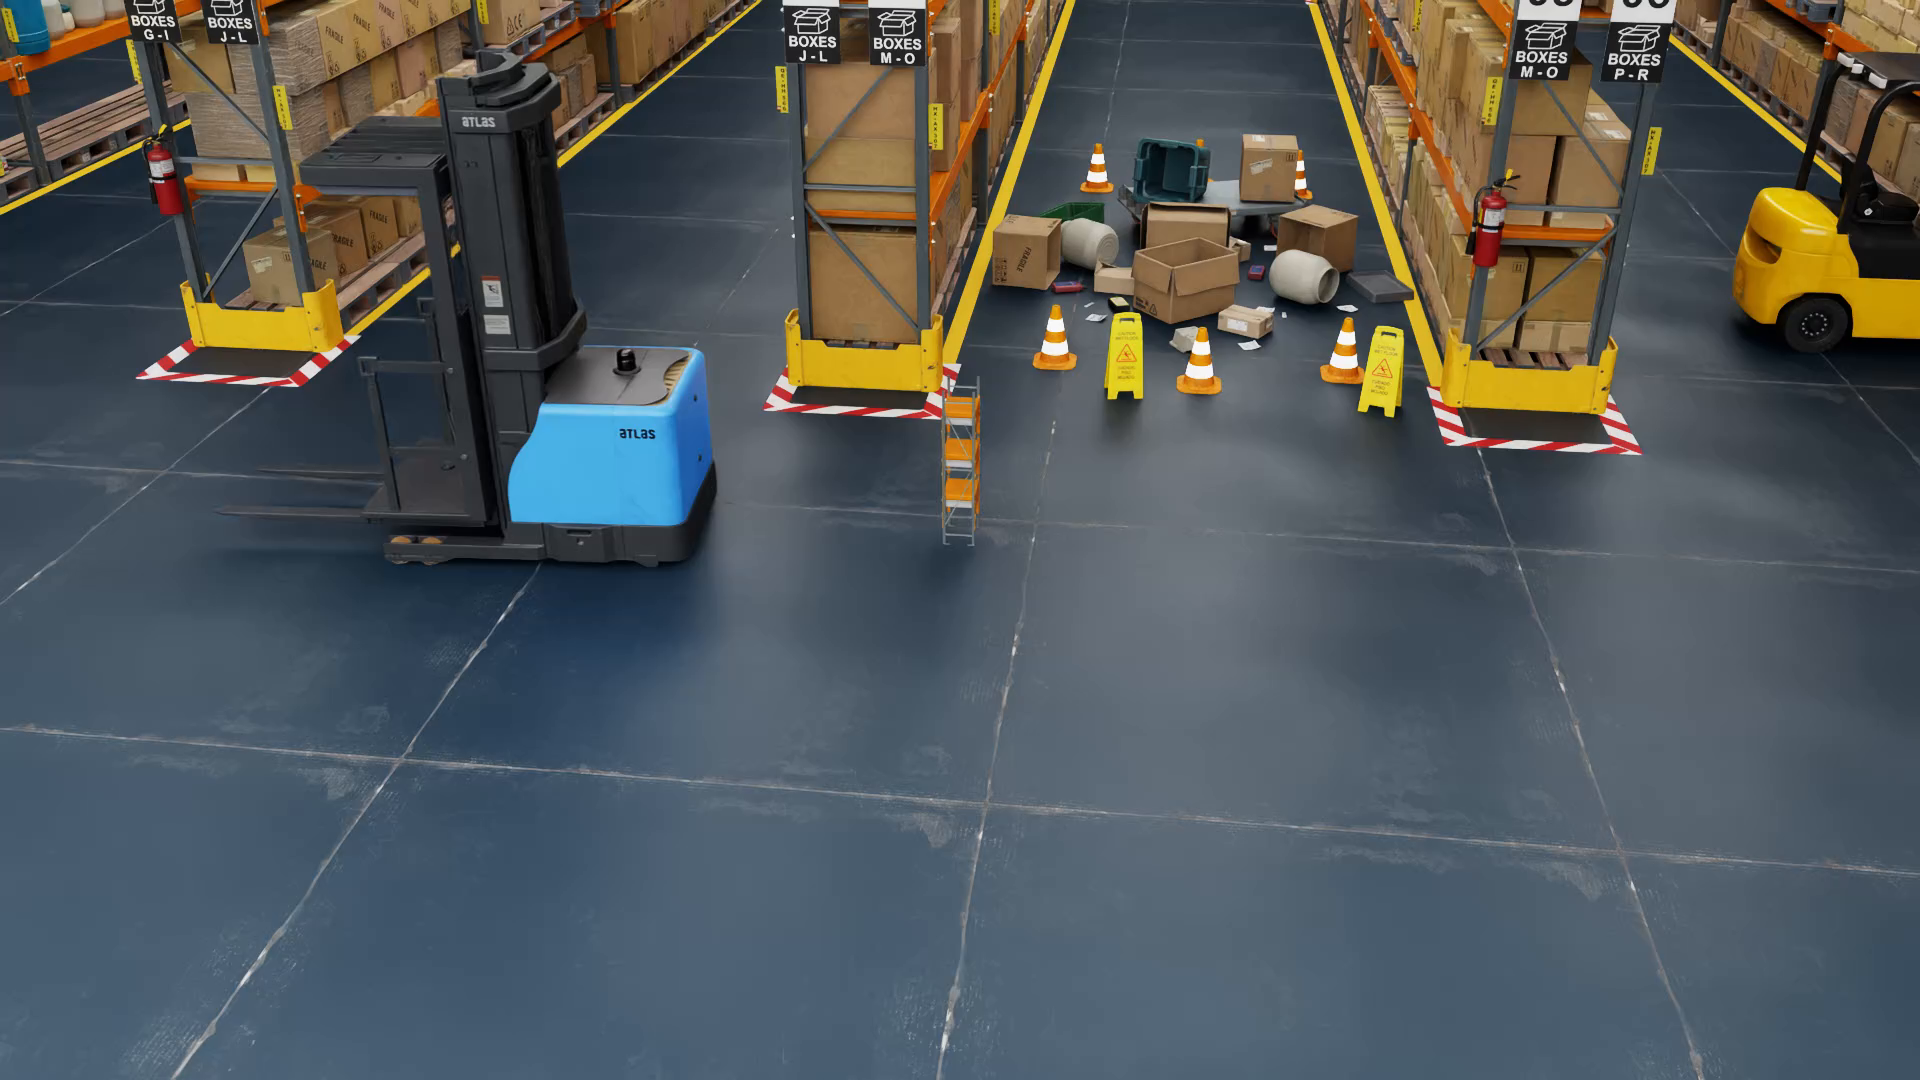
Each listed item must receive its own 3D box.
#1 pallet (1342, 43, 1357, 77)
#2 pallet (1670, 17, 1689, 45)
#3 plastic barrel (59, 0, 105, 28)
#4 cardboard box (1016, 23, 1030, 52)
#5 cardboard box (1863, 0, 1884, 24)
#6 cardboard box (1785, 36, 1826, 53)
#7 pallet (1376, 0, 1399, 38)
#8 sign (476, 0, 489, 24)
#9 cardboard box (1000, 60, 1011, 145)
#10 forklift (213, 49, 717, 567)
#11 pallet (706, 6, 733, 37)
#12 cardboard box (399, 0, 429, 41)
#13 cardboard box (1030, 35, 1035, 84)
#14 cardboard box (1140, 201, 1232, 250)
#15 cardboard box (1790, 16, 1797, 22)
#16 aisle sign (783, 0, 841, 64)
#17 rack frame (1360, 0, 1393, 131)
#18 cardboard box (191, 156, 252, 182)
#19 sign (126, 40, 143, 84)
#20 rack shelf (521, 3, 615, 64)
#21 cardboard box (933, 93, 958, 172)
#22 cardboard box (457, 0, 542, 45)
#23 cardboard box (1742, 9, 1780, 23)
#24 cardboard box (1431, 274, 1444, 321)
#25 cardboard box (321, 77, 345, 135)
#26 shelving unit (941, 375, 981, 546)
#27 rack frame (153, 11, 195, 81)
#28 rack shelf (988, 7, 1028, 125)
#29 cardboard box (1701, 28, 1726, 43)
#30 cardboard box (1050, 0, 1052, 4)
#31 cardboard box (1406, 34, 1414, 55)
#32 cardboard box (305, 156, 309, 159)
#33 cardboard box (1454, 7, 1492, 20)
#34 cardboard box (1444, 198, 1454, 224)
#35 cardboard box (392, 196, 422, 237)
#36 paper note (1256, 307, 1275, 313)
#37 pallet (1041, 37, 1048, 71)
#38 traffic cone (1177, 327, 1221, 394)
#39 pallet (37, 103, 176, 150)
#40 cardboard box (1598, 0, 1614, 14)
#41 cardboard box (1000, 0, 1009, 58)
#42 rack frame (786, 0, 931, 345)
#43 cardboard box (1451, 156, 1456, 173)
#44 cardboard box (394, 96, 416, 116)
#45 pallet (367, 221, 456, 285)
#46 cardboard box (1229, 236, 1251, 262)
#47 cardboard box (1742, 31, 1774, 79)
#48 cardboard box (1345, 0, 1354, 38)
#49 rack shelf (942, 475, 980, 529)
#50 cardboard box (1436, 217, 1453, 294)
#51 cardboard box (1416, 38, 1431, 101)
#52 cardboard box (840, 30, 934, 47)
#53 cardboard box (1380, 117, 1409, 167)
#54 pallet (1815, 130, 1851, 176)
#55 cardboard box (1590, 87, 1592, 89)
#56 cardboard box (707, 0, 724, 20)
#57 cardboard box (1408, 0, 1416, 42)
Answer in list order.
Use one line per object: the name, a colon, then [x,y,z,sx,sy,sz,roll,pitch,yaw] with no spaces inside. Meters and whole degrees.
pallet: [5.653,-6.377,22.157,1.003,0.211,1.213,3,28,6]
pallet: [10.831,-7.357,23.976,1.003,0.211,1.213,3,28,6]
plastic barrel: [-9.634,-5.913,18.212,0.433,0.535,0.433,0,28,0]
cardboard box: [0.582,-6.055,20.020,0.500,0.250,0.500,2,28,4]
cardboard box: [9.750,-5.527,17.269,0.500,0.250,0.500,4,29,8]
cardboard box: [10.104,-5.911,19.860,0.380,0.149,0.250,3,28,5]
pallet: [5.201,-5.664,18.094,1.213,0.211,1.003,3,28,6]
sign: [-4.604,-5.136,16.000,0.100,0.325,0.005,3,28,6]
cardboard box: [-0.010,-4.831,18.276,1.050,0.750,0.750,4,29,7]
forklift: [-3.141,-1.384,10.021,3.031,2.935,1.130,2,28,3]
pallet: [-3.992,-7.674,24.564,1.003,0.211,1.213,3,28,6]
cardboard box: [-5.047,-4.699,14.629,0.500,0.500,0.500,3,28,6]
cardboard box: [0.655,-5.969,20.652,0.500,0.500,0.500,4,29,7]
cardboard box: [2.011,-2.699,14.879,0.797,0.637,0.503,3,28,6]
cardboard box: [10.792,-6.627,21.189,0.380,0.149,0.250,4,29,7]
aisle sign: [-1.029,-3.693,11.493,0.394,0.787,0.004,3,28,6]
rack frame: [5.182,-6.090,18.683,1.000,3.000,0.127,3,28,6]
cardboard box: [-5.803,-2.935,13.093,0.380,0.149,0.250,3,28,6]
sign: [-6.182,-3.590,12.490,0.100,0.325,0.005,3,28,6]
rack shelf: [-4.898,-5.407,18.175,1.077,0.370,4.000,3,28,6]
cardboard box: [-0.483,-3.324,13.391,0.875,0.550,0.550,3,28,6]
cardboard box: [-4.907,-5.598,16.694,1.000,1.000,1.000,4,29,7]
cardboard box: [10.334,-6.768,21.450,0.380,0.149,0.250,3,28,5]
cardboard box: [4.105,-1.938,13.433,0.500,0.250,0.500,3,29,6]
cardboard box: [-5.596,-3.574,13.595,0.875,0.500,0.500,3,28,6]
shelving unit: [0.007,-0.487,10.340,0.215,1.050,0.252,3,28,6]
rack frame: [-9.569,-6.953,20.286,1.000,3.000,0.127,3,28,6]
rack shelf: [0.012,-5.072,17.552,1.077,0.370,4.000,3,28,6]
cardboard box: [10.376,-6.895,22.741,0.380,0.149,0.250,3,28,5]
cardboard box: [1.138,-7.922,24.333,0.380,0.149,0.250,5,29,9]
cardboard box: [4.527,-4.786,16.085,0.380,0.149,0.250,3,28,5]
cardboard box: [-5.312,-3.026,13.261,0.380,0.149,0.250,3,28,6]
cardboard box: [4.277,-3.903,13.151,0.700,0.500,0.500,3,28,6]
cardboard box: [4.054,-2.601,13.189,0.380,0.149,0.250,4,29,7]
cardboard box: [-5.293,-3.114,15.353,0.500,0.500,0.500,1,28,2]
paper note: [2.595,-1.964,14.167,0.148,0.019,0.142,14,31,24]
pallet: [0.653,-6.618,22.605,1.003,0.211,1.213,3,28,6]
traffic cone: [1.831,-1.389,12.632,0.336,0.463,0.334,3,28,6]
pallet: [-9.854,-4.791,19.212,1.003,0.211,1.213,3,28,6]
cardboard box: [4.565,-3.671,11.296,0.380,0.149,0.250,3,28,6]
cardboard box: [0.224,-5.196,16.918,0.500,0.500,0.500,3,28,6]
rack frame: [-0.723,-2.564,12.139,1.000,3.000,0.127,3,28,6]
cardboard box: [4.123,-3.008,13.228,0.380,0.149,0.250,3,28,6]
cardboard box: [-5.076,-3.849,14.788,0.380,0.149,0.250,3,28,6]
pallet: [-5.337,-2.661,15.259,1.003,0.211,1.213,3,28,6]
cardboard box: [2.462,-2.744,15.356,0.258,0.266,0.396,-17,33,-29]
cardboard box: [10.196,-6.070,20.839,0.500,0.500,0.500,3,28,5]
cardboard box: [5.856,-7.319,23.223,0.875,0.438,0.875,3,28,5]
rack shelf: [0.007,-0.233,10.477,0.215,0.259,0.240,3,28,6]
cardboard box: [4.102,-2.267,13.252,0.500,0.500,0.500,4,29,8]
cardboard box: [4.362,-4.191,14.739,0.500,0.500,0.500,3,28,6]
cardboard box: [-0.663,-3.542,12.658,0.875,0.550,0.550,3,28,6]
cardboard box: [4.922,-4.148,17.406,0.950,0.372,0.625,4,29,8]
pallet: [9.970,-4.190,18.097,1.003,0.211,1.213,3,28,6]
cardboard box: [4.711,-3.430,13.326,0.500,0.500,0.500,3,28,5]
cardboard box: [-4.003,-8.104,24.219,0.875,0.875,0.875,3,28,6]
cardboard box: [4.581,-5.031,15.856,0.500,0.500,0.500,4,29,6]
